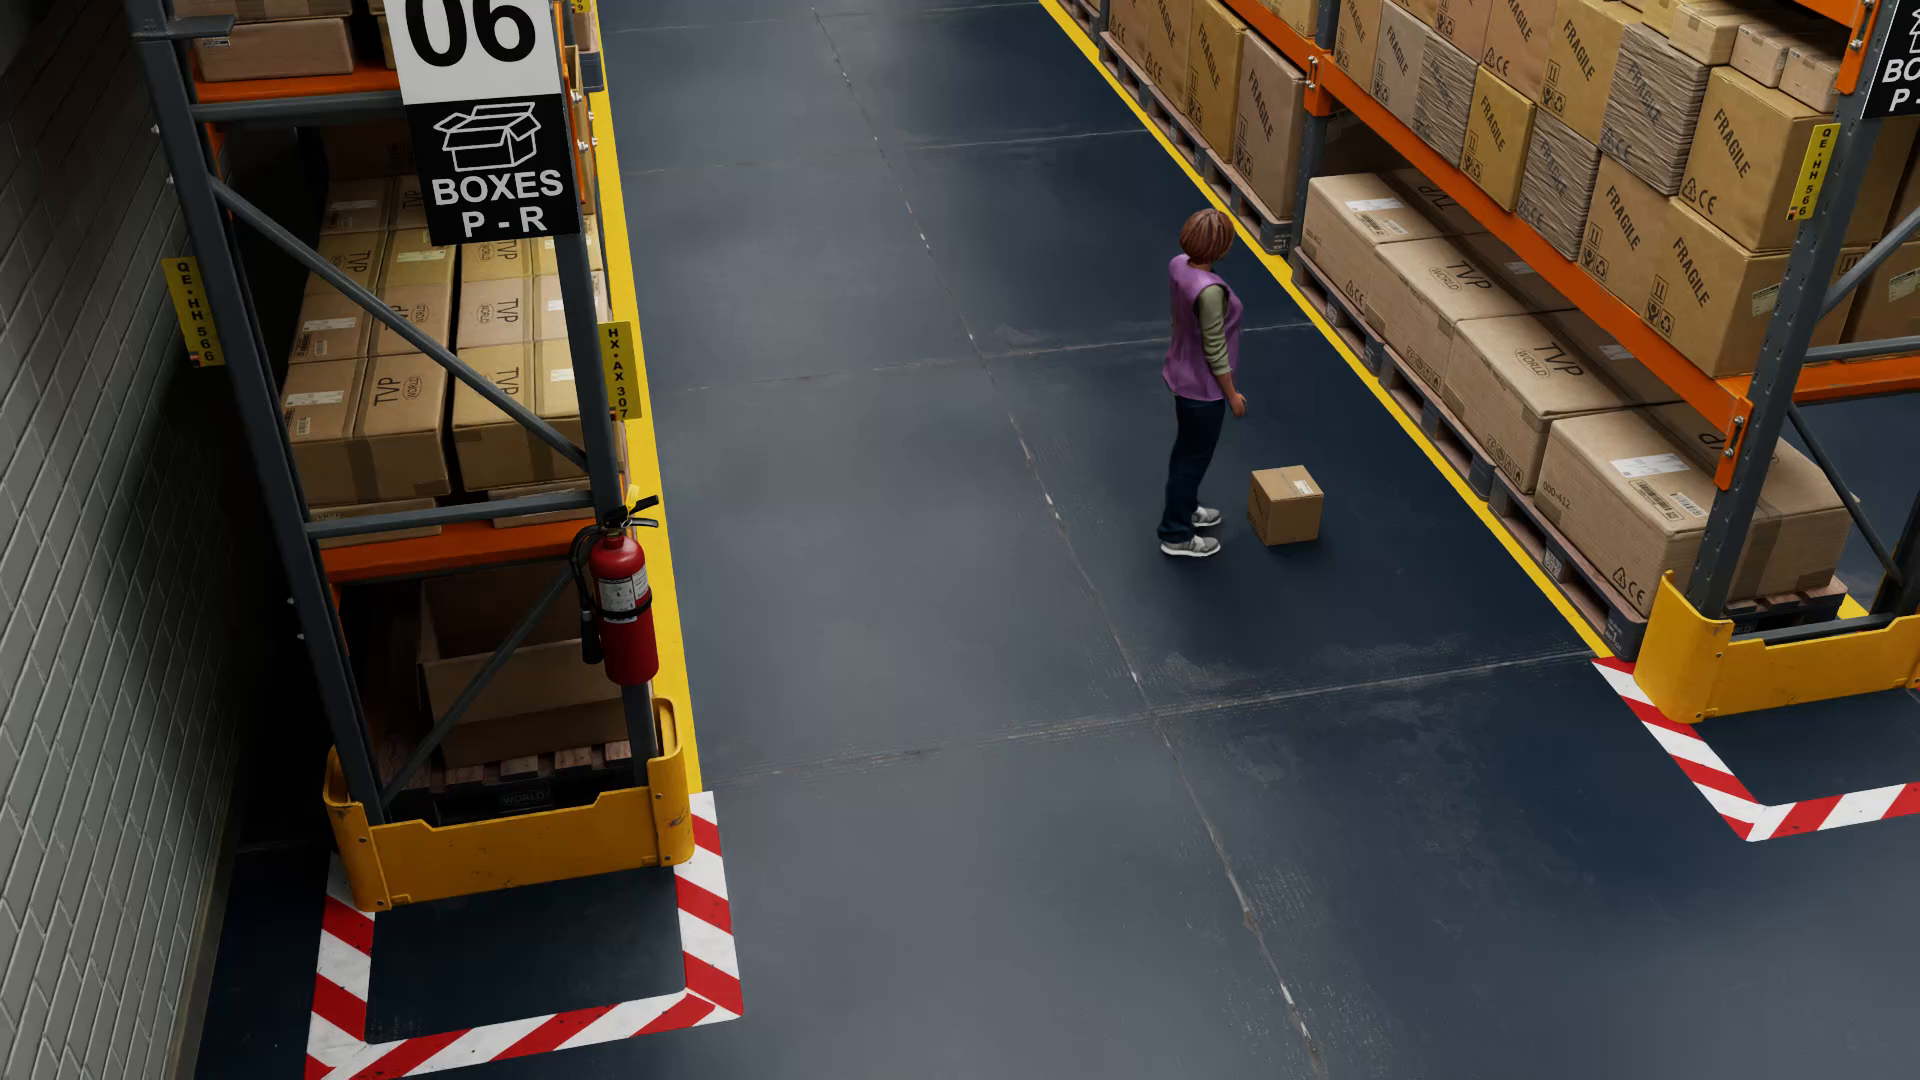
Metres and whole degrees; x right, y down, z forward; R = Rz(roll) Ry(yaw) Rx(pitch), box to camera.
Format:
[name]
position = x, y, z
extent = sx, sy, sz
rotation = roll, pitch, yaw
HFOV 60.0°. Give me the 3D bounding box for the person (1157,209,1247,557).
[person]
position = 1.047, -0.663, 7.106
extent = 0.379, 1.613, 0.432
rotation = -7, 35, -9
